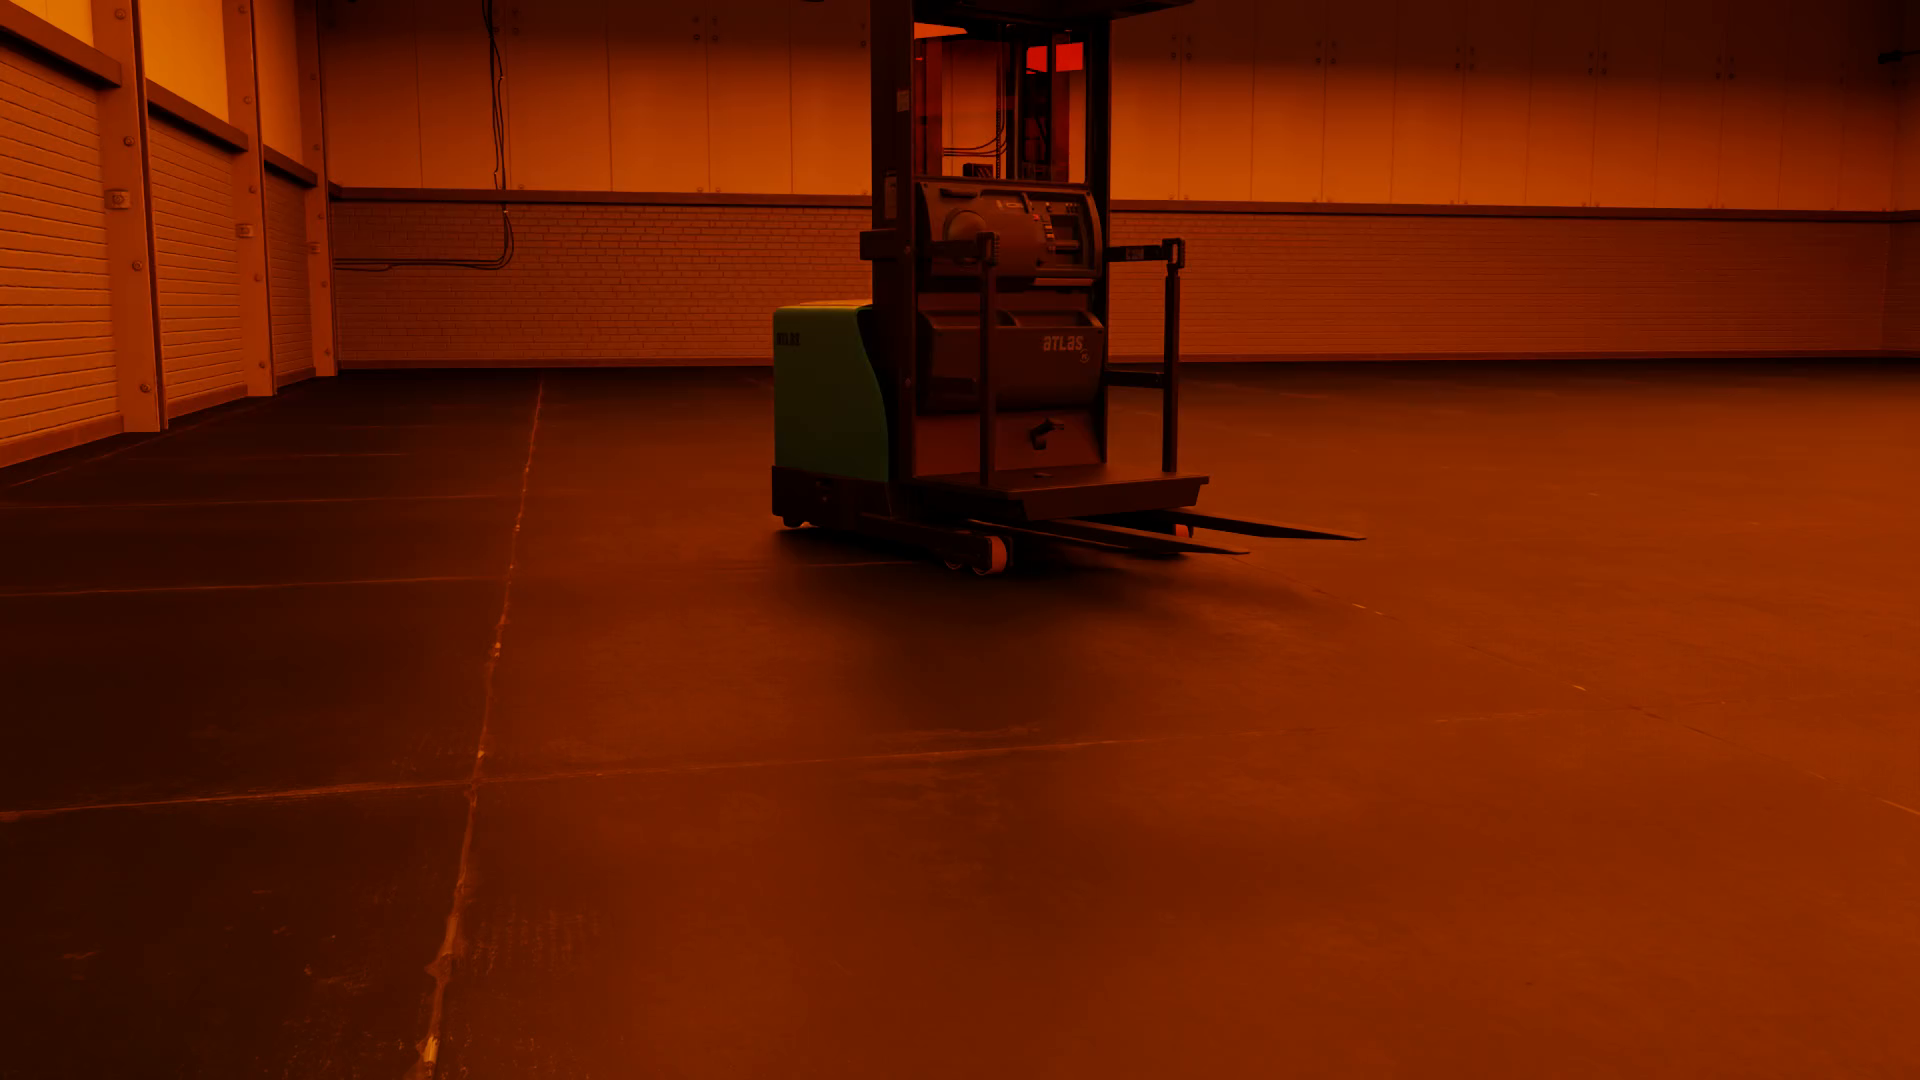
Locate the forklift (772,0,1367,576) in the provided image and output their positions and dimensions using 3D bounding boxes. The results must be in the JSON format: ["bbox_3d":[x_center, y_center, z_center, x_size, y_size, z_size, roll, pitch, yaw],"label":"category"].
[{"bbox_3d":[0.355,-1.383,7.015,1.130,2.935,3.031,-6,10,-35],"label":"forklift"}]
